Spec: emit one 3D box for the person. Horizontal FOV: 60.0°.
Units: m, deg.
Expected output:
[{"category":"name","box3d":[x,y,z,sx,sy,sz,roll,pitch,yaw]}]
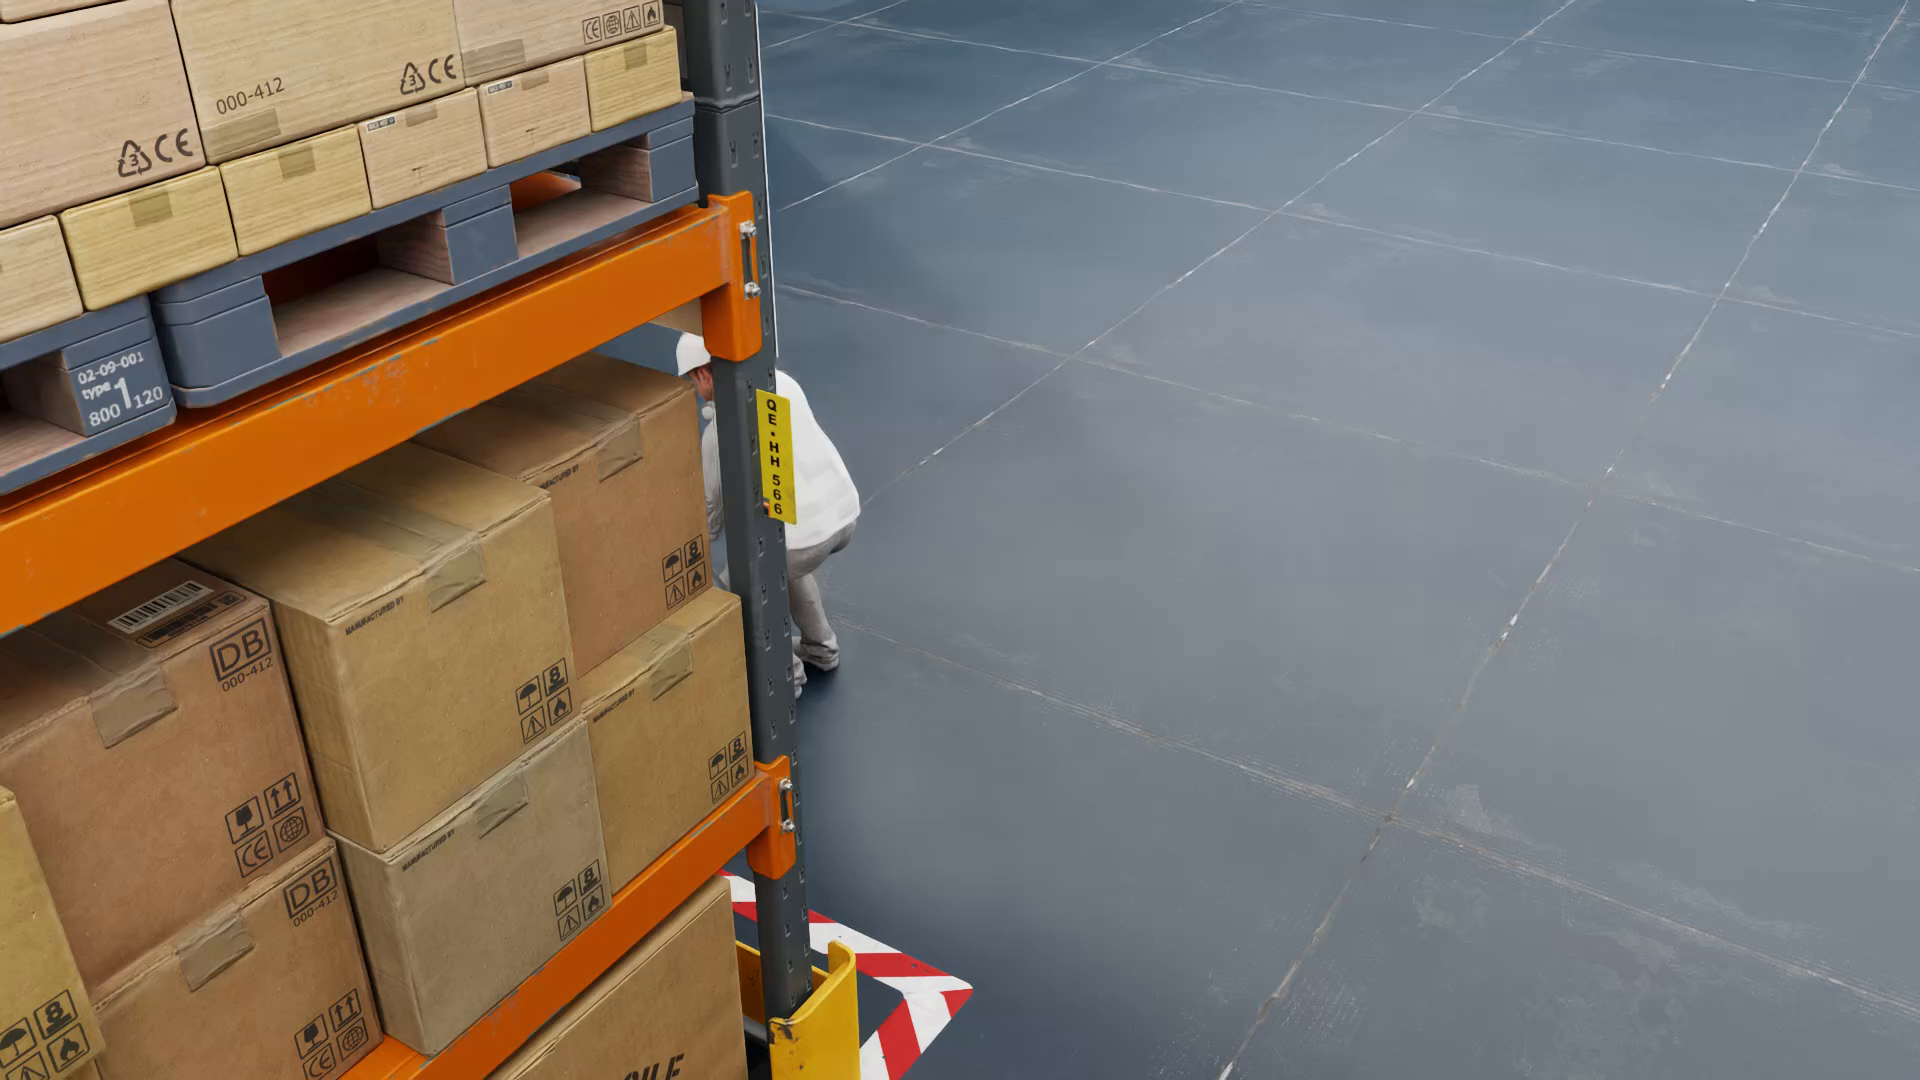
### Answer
[{"category":"person","box3d":[-0.769,-0.093,6.536,0.714,1.506,0.590,18,35,28]}]
